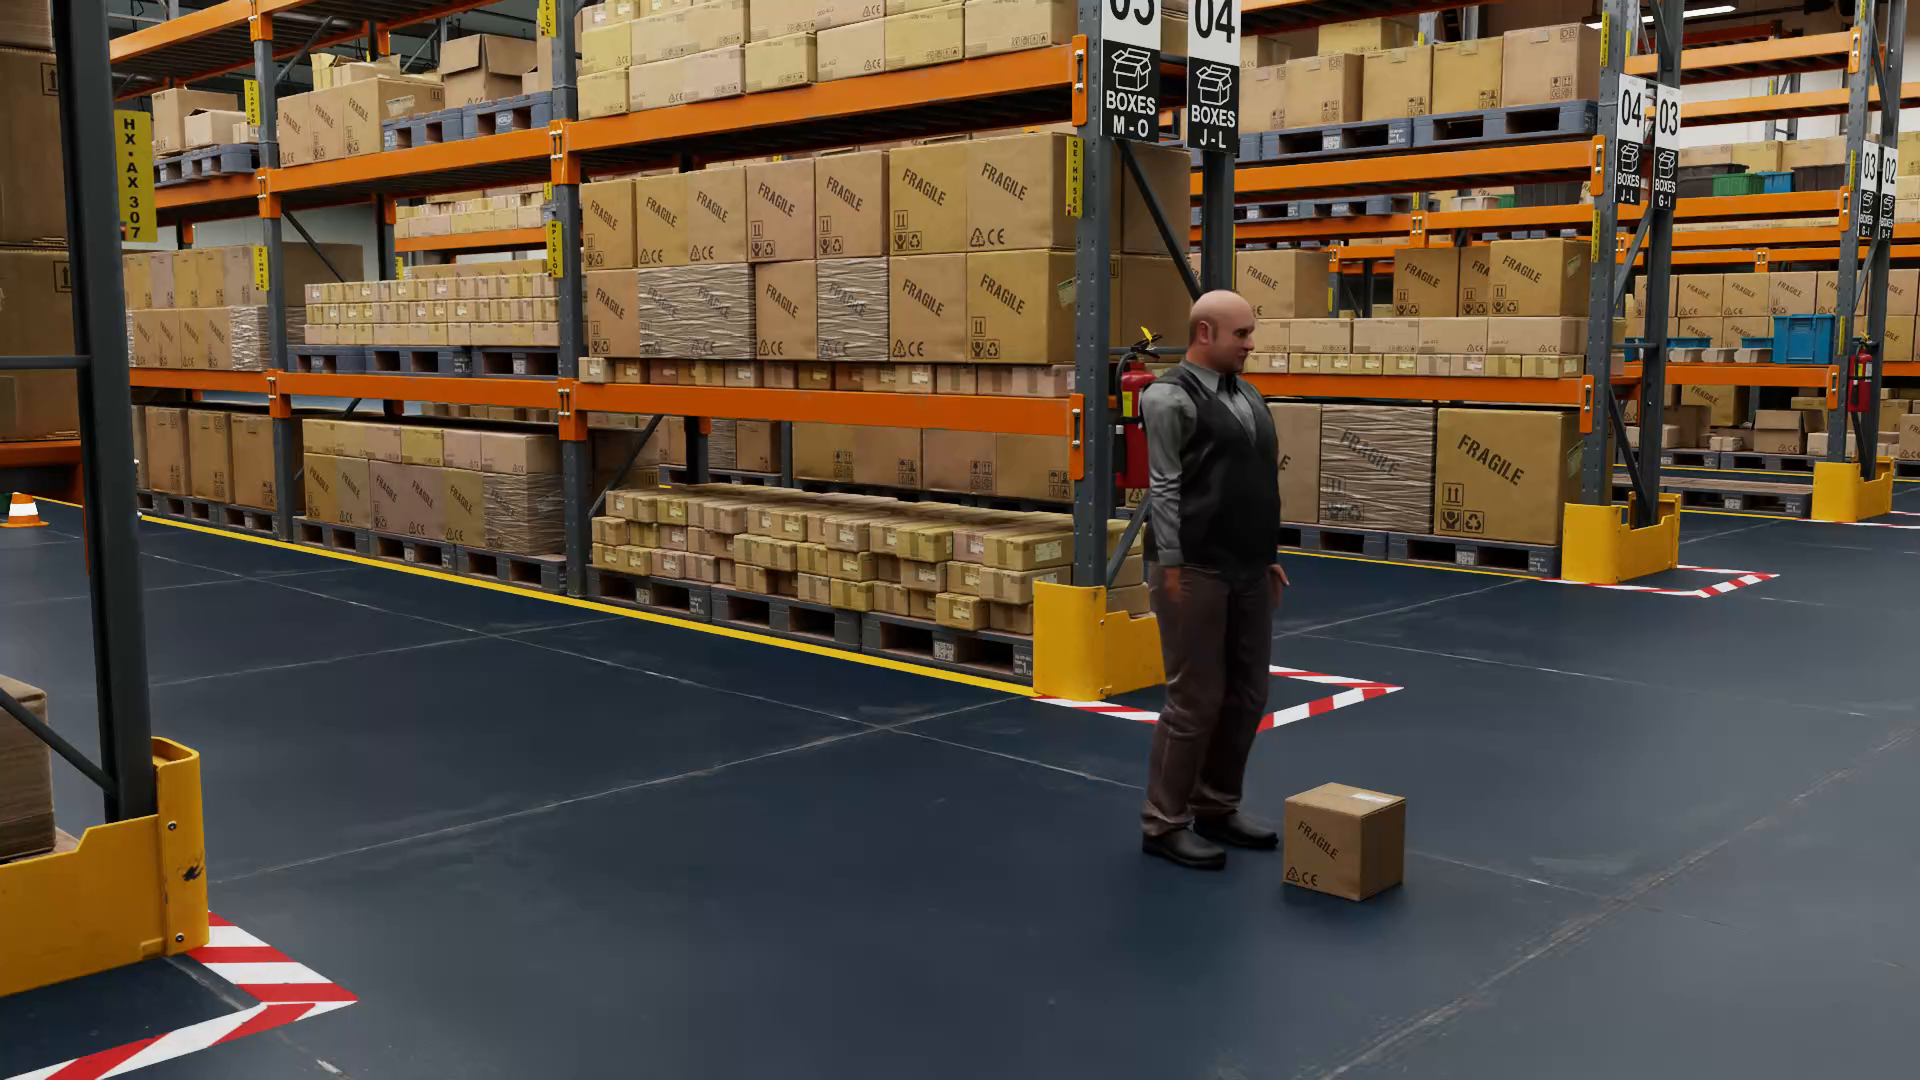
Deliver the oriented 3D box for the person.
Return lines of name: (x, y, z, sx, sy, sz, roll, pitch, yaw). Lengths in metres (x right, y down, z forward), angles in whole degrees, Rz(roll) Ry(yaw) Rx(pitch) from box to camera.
person: (0.778, 0.102, 5.072, 0.357, 1.714, 0.534, 7, 10, 44)
